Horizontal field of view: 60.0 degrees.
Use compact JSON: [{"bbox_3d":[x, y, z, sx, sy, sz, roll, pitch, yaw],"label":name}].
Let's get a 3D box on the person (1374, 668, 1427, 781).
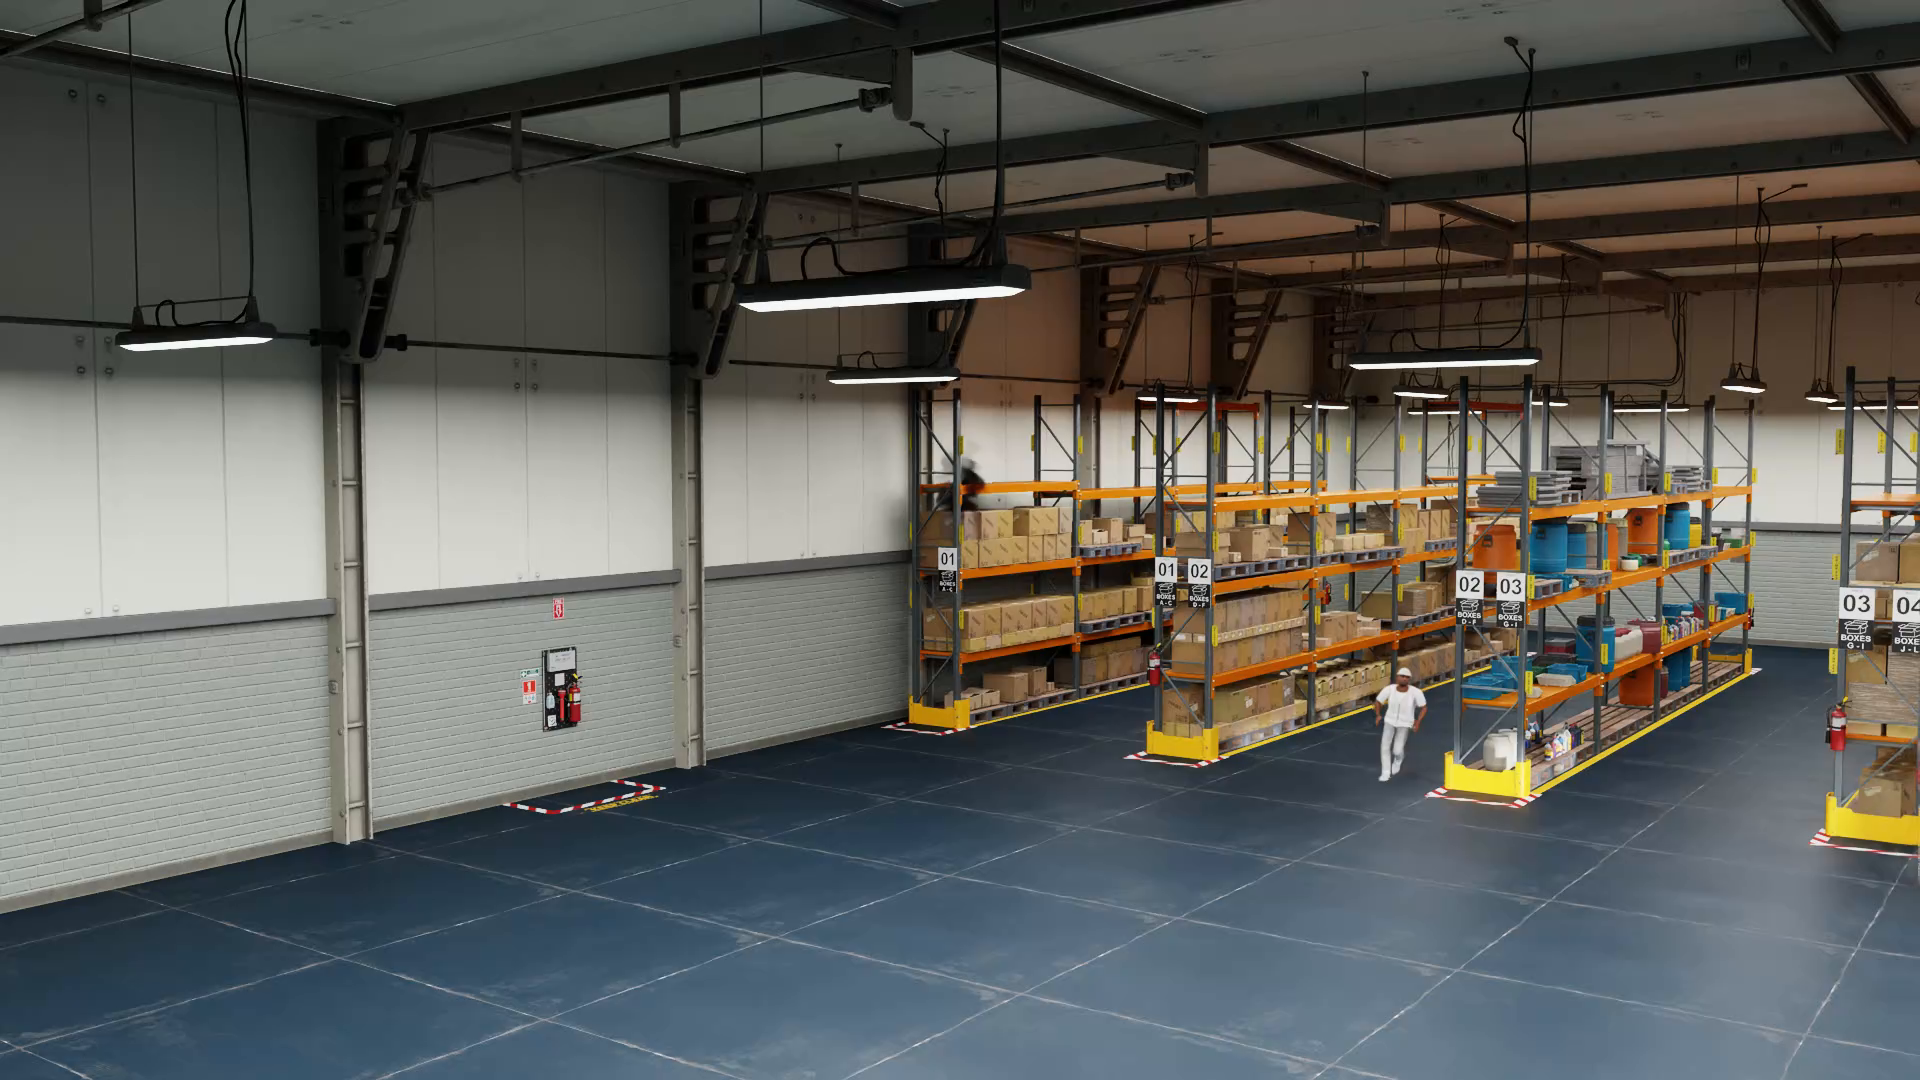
[{"bbox_3d":[6.531,2.748,24.755,0.757,1.710,0.536,2,4,26],"label":"person"}]
